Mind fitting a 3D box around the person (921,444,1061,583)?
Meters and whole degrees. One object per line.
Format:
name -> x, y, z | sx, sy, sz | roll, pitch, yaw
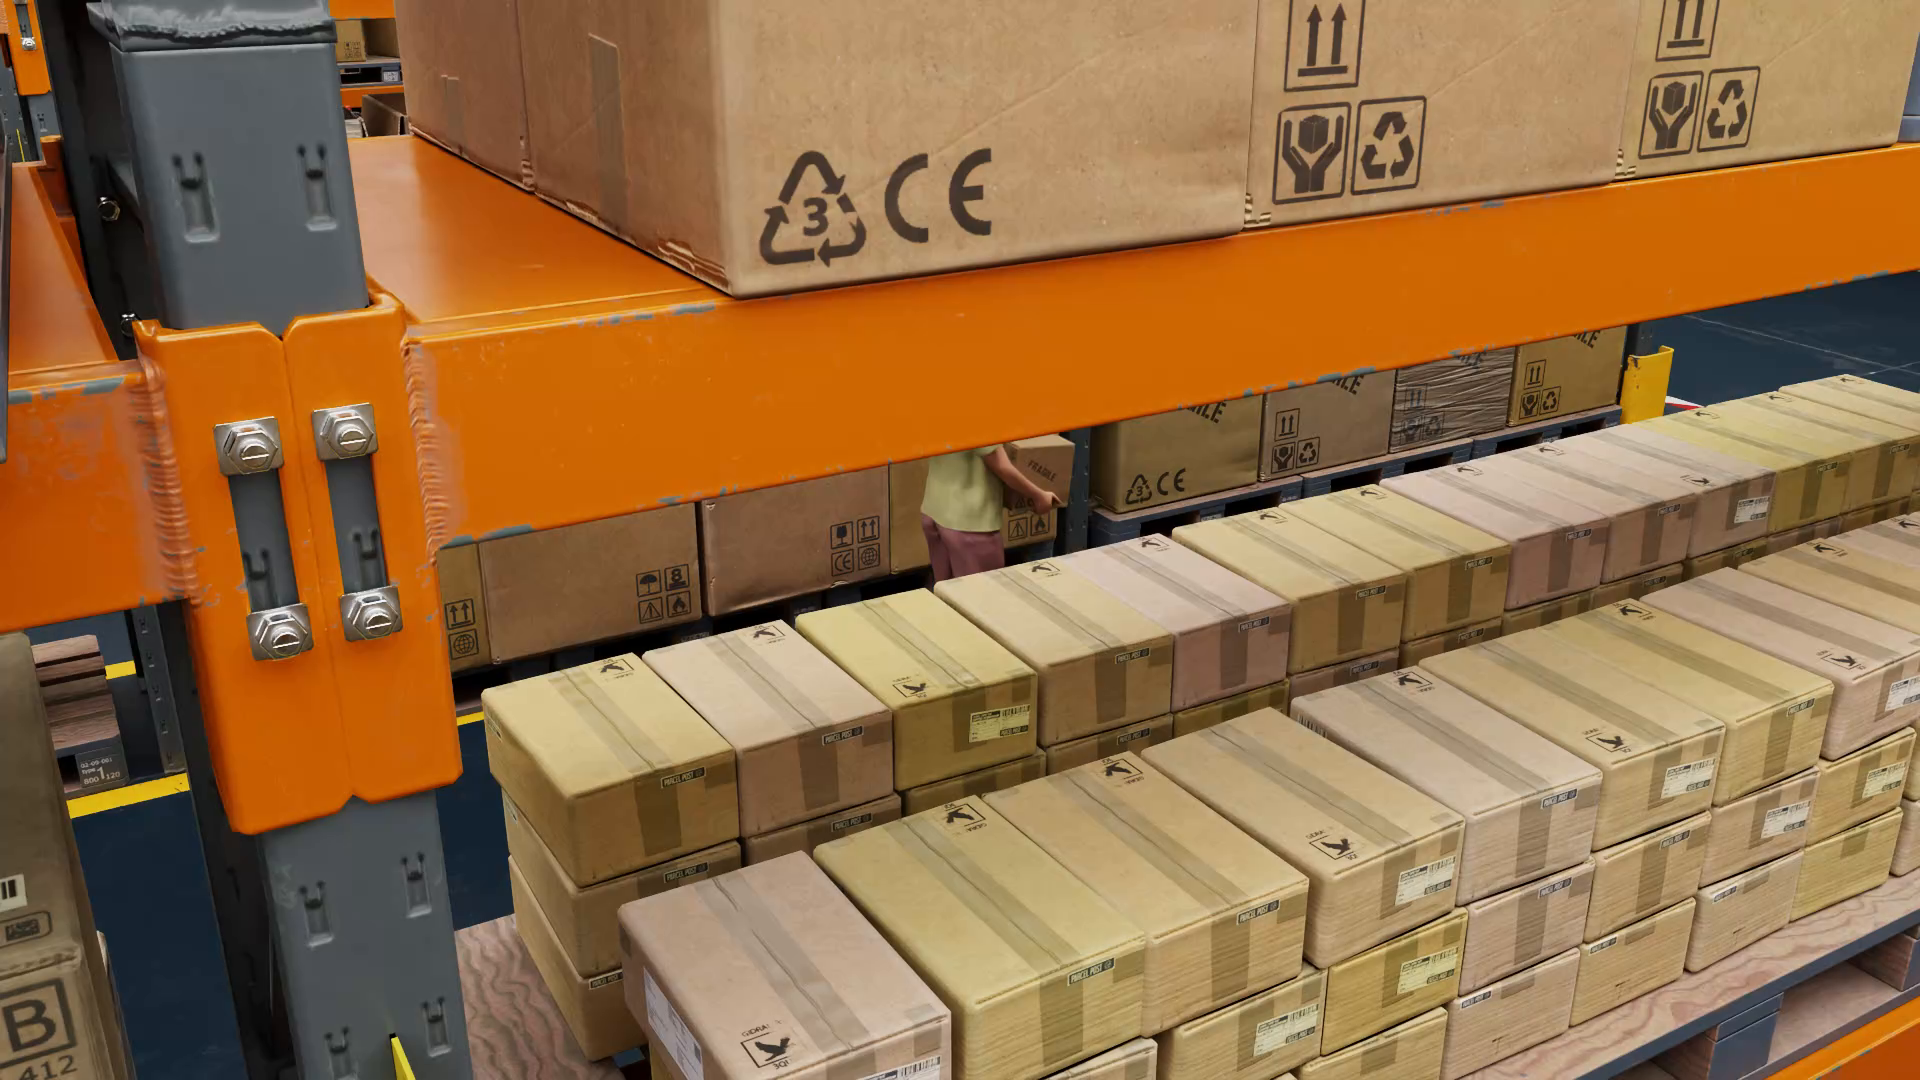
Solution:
person -> 0.071, -0.064, 6.267 | 0.551, 1.664, 0.425 | -12, 25, -27
